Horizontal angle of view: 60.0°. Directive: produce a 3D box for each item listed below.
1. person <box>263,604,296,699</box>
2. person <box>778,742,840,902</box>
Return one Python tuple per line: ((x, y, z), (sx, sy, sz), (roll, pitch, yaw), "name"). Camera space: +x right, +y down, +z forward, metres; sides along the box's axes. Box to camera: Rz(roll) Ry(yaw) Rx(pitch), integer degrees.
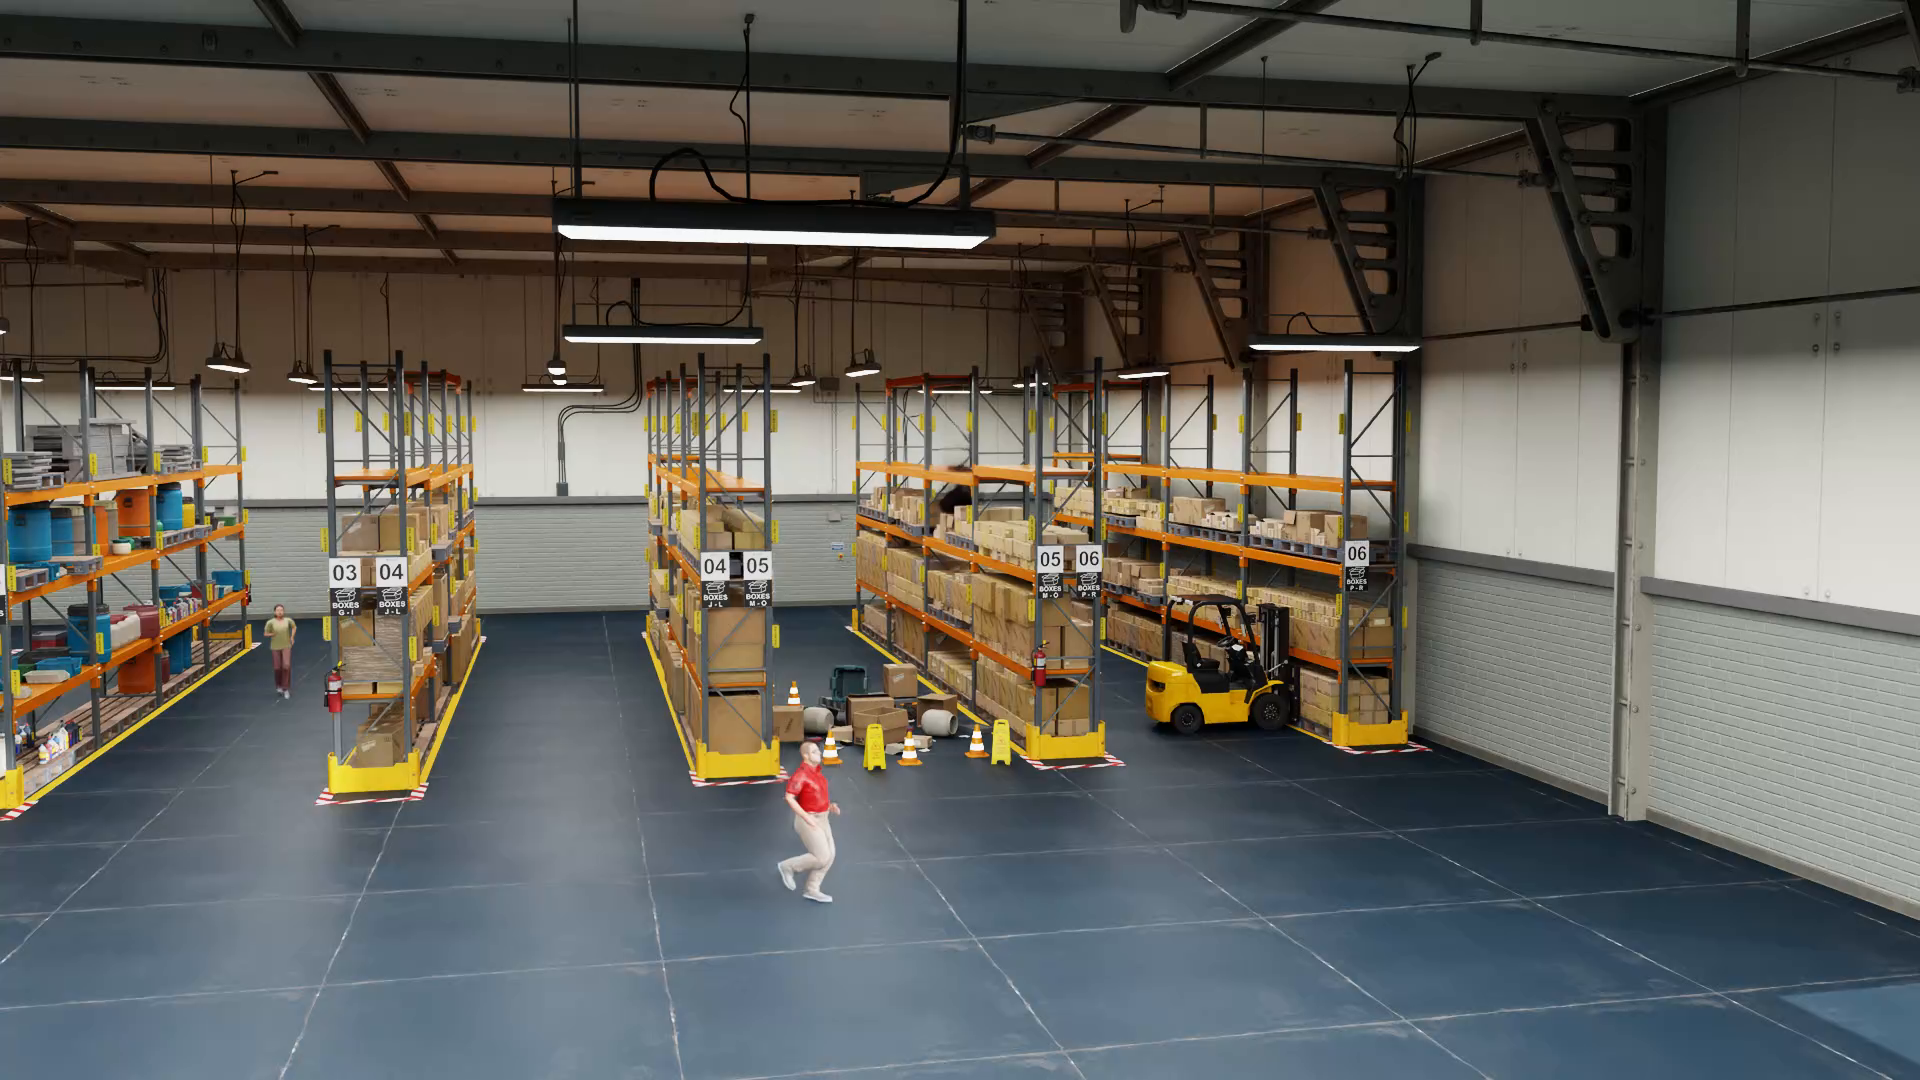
((-12.482, 2.027, 30.544), (0.566, 1.708, 0.840), (-2, 4, -23), "person")
((-1.584, 2.958, 17.472), (0.603, 1.688, 0.665), (1, 4, 16), "person")
